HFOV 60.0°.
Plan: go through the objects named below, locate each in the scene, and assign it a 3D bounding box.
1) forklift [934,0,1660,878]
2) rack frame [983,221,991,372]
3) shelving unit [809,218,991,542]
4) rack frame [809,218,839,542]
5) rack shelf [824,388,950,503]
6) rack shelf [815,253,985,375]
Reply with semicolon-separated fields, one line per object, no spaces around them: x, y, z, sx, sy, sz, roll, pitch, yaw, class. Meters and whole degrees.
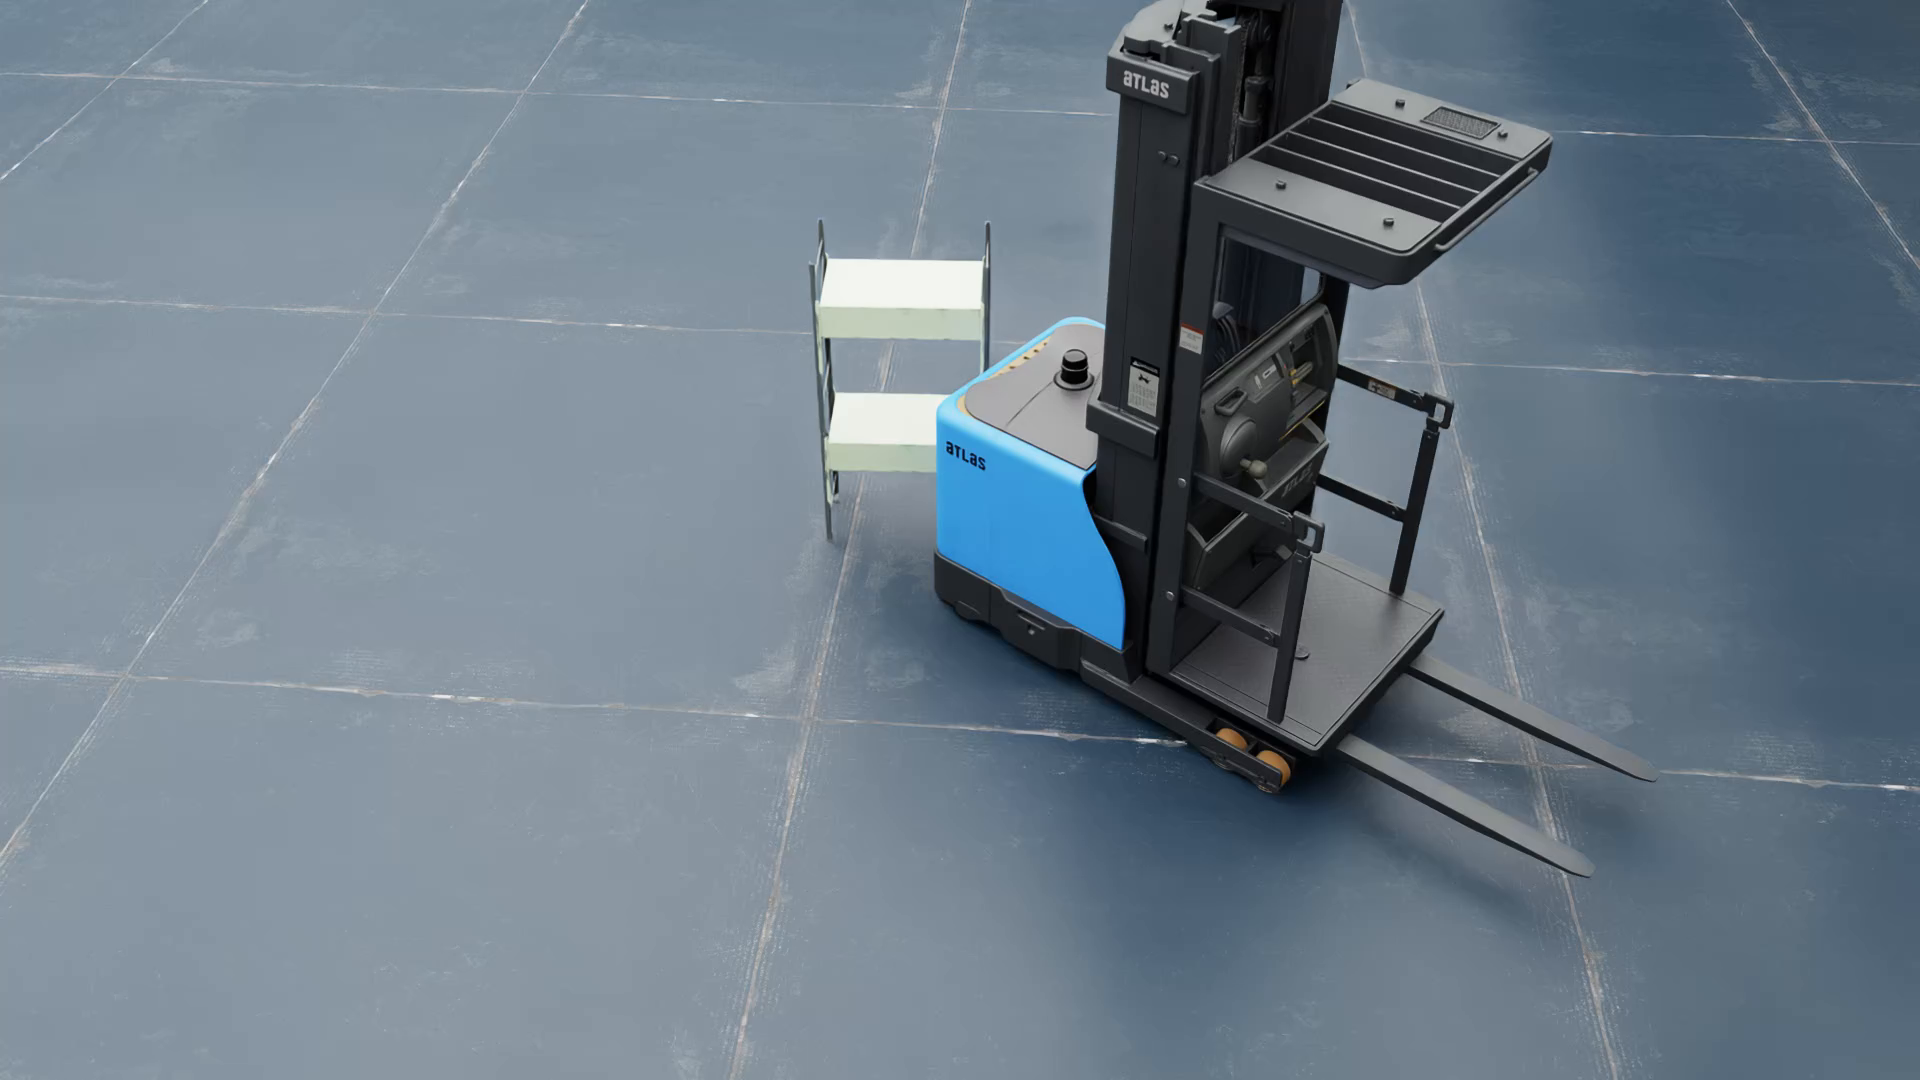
1.340;-0.505;6.219;3.031;2.935;1.130;28;47;30;forklift
0.117;-0.682;7.570;0.023;1.500;0.400;1;39;2;rack frame
-0.249;-0.690;7.580;0.755;1.500;0.431;1;39;2;shelving unit
-0.615;-0.698;7.590;0.023;1.500;0.400;1;39;2;rack frame
-0.249;-0.437;7.786;0.720;0.370;0.431;1;39;2;rack shelf
-0.249;-0.993;7.334;0.720;0.370;0.431;1;39;2;rack shelf
